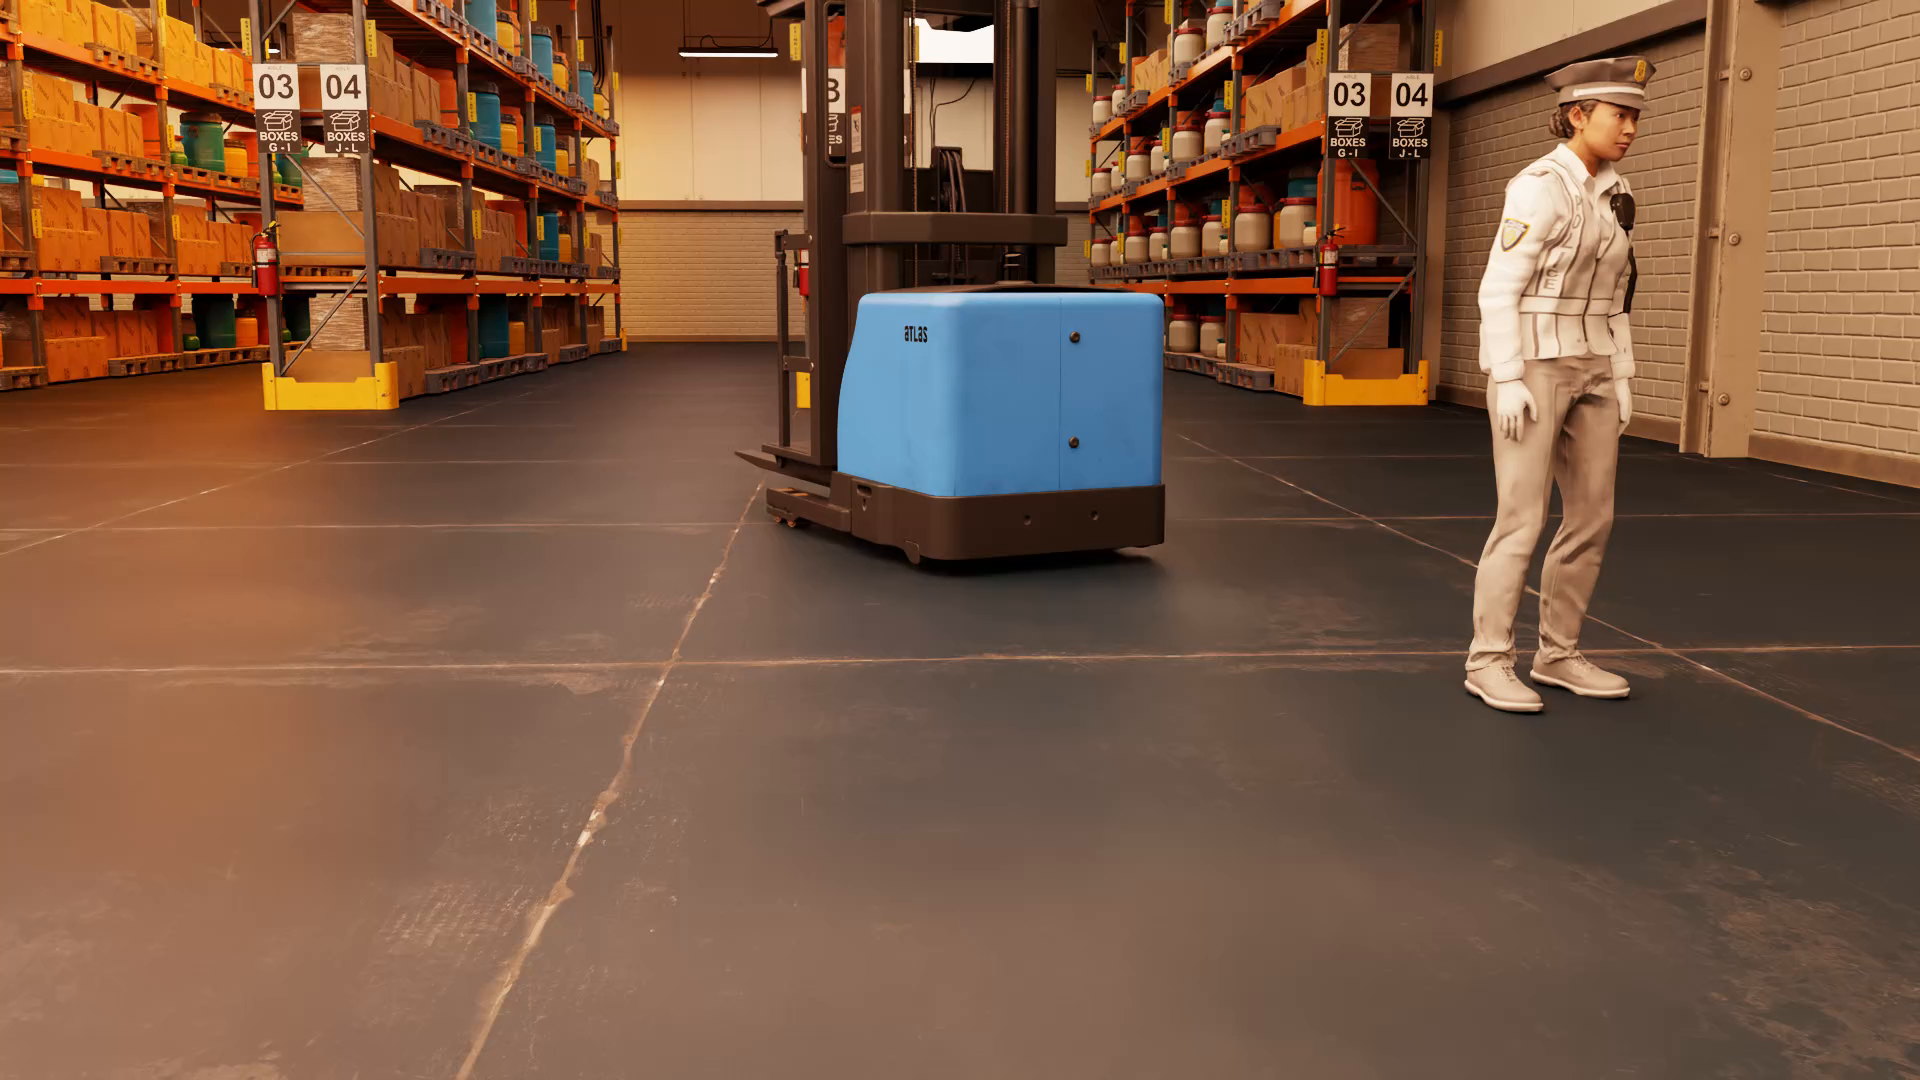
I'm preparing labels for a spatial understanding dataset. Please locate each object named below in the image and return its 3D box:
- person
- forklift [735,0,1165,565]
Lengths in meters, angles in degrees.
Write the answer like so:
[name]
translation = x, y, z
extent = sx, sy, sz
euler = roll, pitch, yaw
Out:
[person]
translation = 1.590, -0.408, 4.403
extent = 0.542, 1.662, 0.375
euler = -5, 10, -31
[forklift]
translation = -0.264, -1.530, 7.637
extent = 1.130, 2.935, 3.031
euler = -4, 9, -25
